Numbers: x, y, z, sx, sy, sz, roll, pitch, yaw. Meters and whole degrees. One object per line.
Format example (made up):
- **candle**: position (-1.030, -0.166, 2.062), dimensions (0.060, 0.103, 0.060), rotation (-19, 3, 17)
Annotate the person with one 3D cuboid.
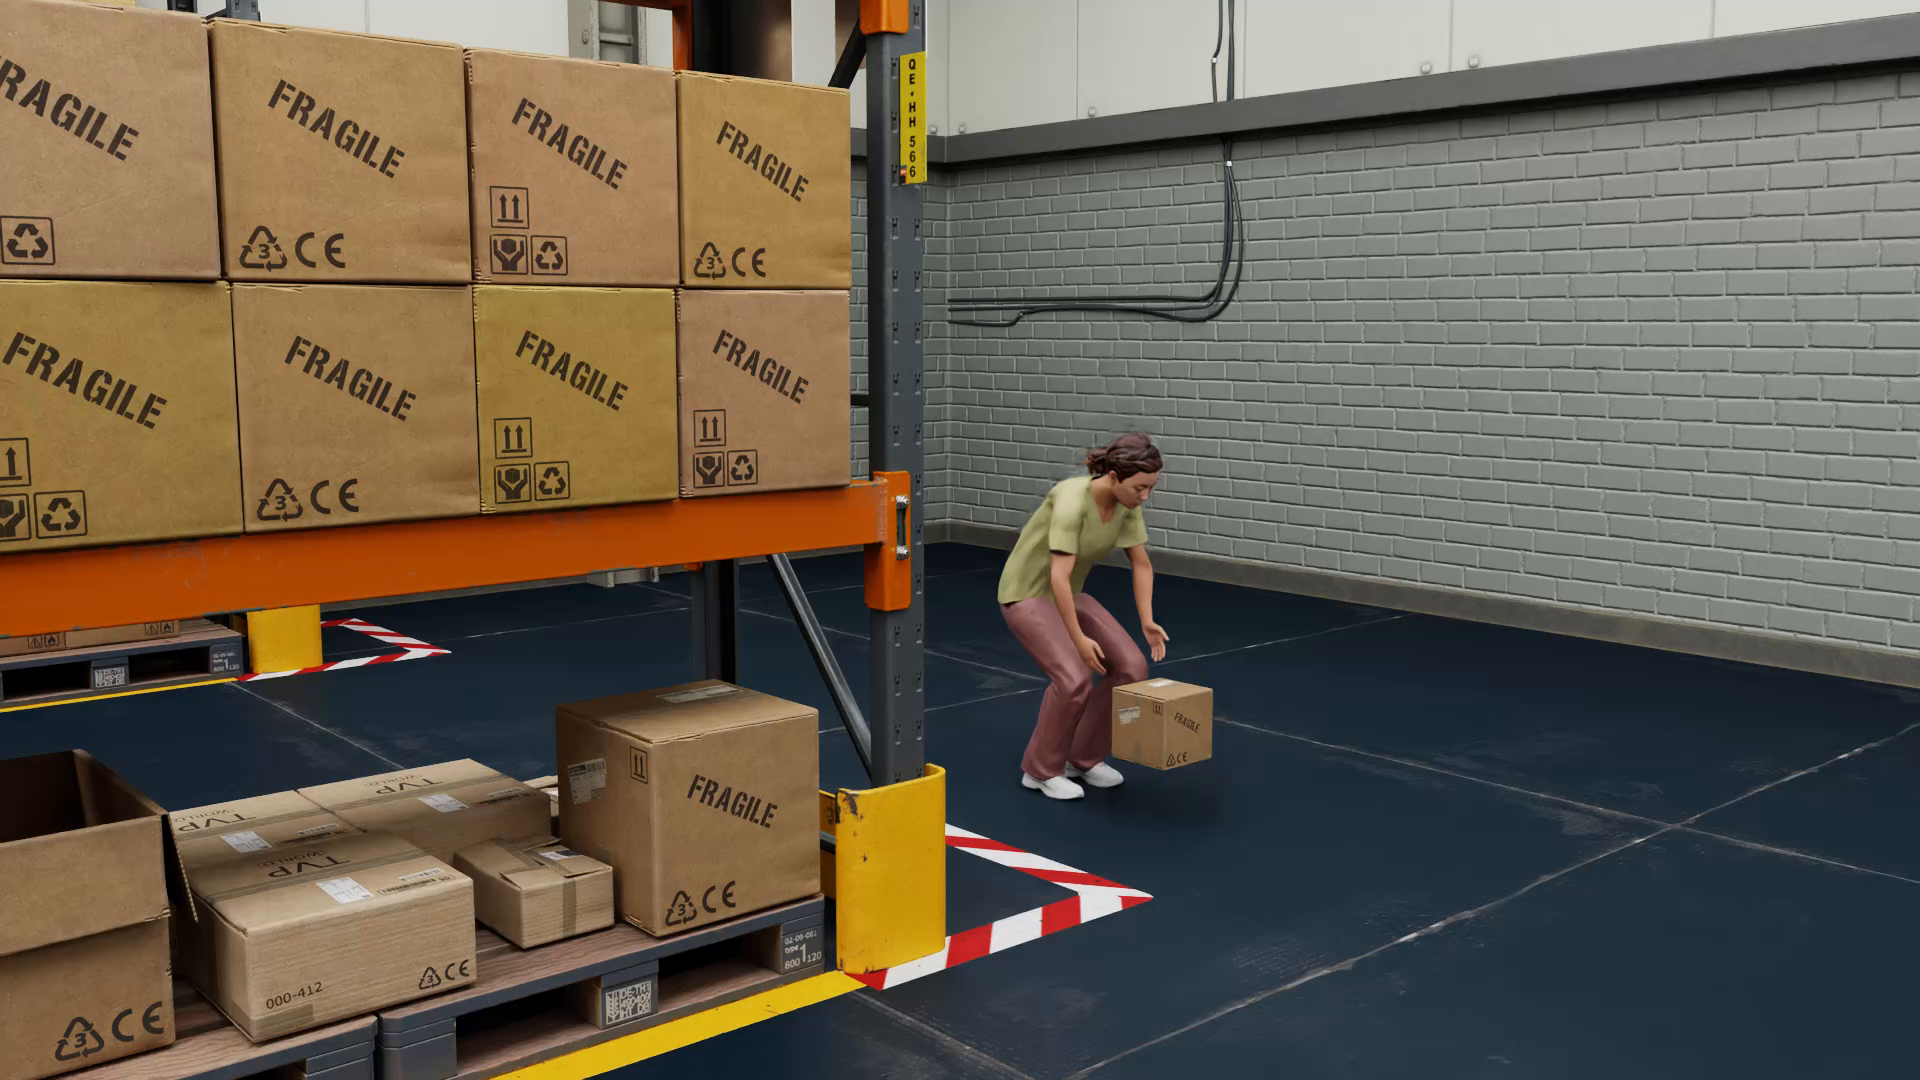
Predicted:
- **person**: position (0.464, 0.263, 6.116), dimensions (0.511, 1.335, 0.665), rotation (-6, 10, -41)
